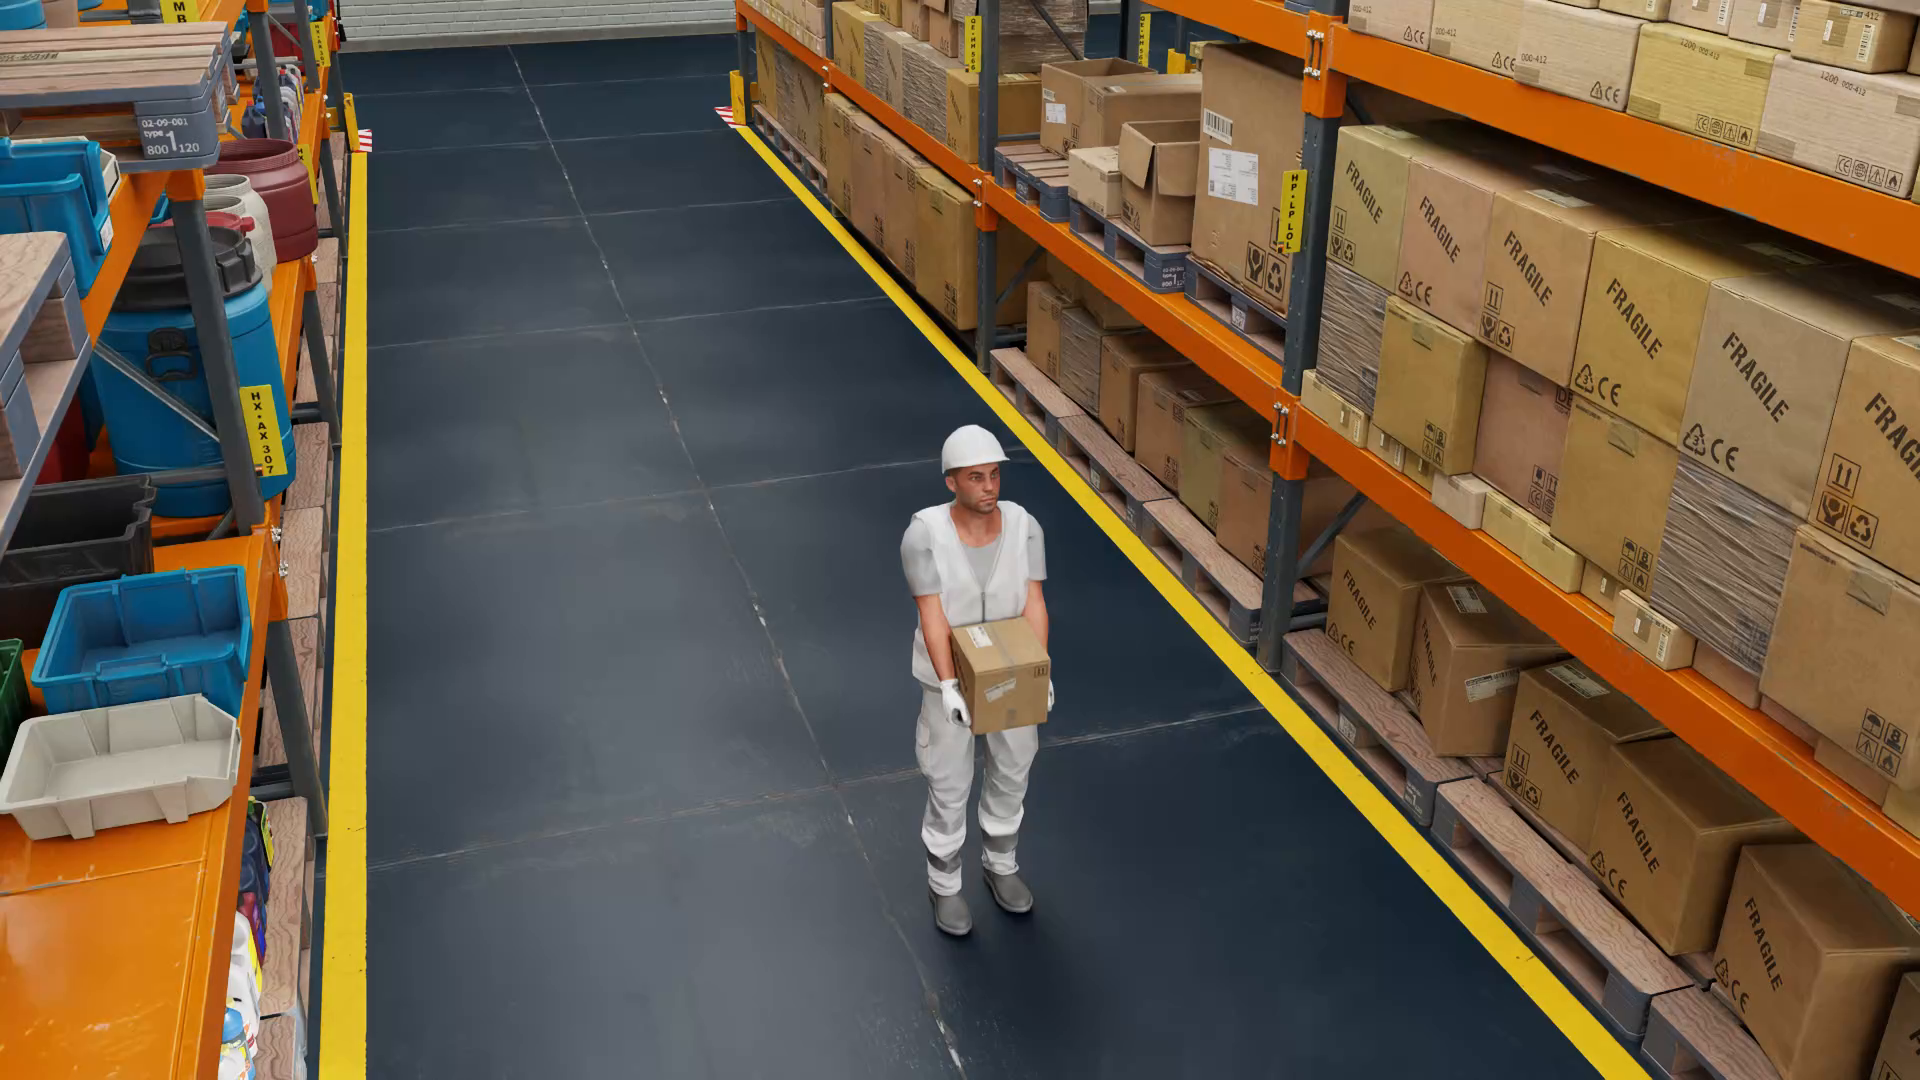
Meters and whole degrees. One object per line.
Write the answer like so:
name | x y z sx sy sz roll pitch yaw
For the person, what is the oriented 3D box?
person | 0.083 0.509 5.553 0.494 1.783 0.563 -8 27 -16
